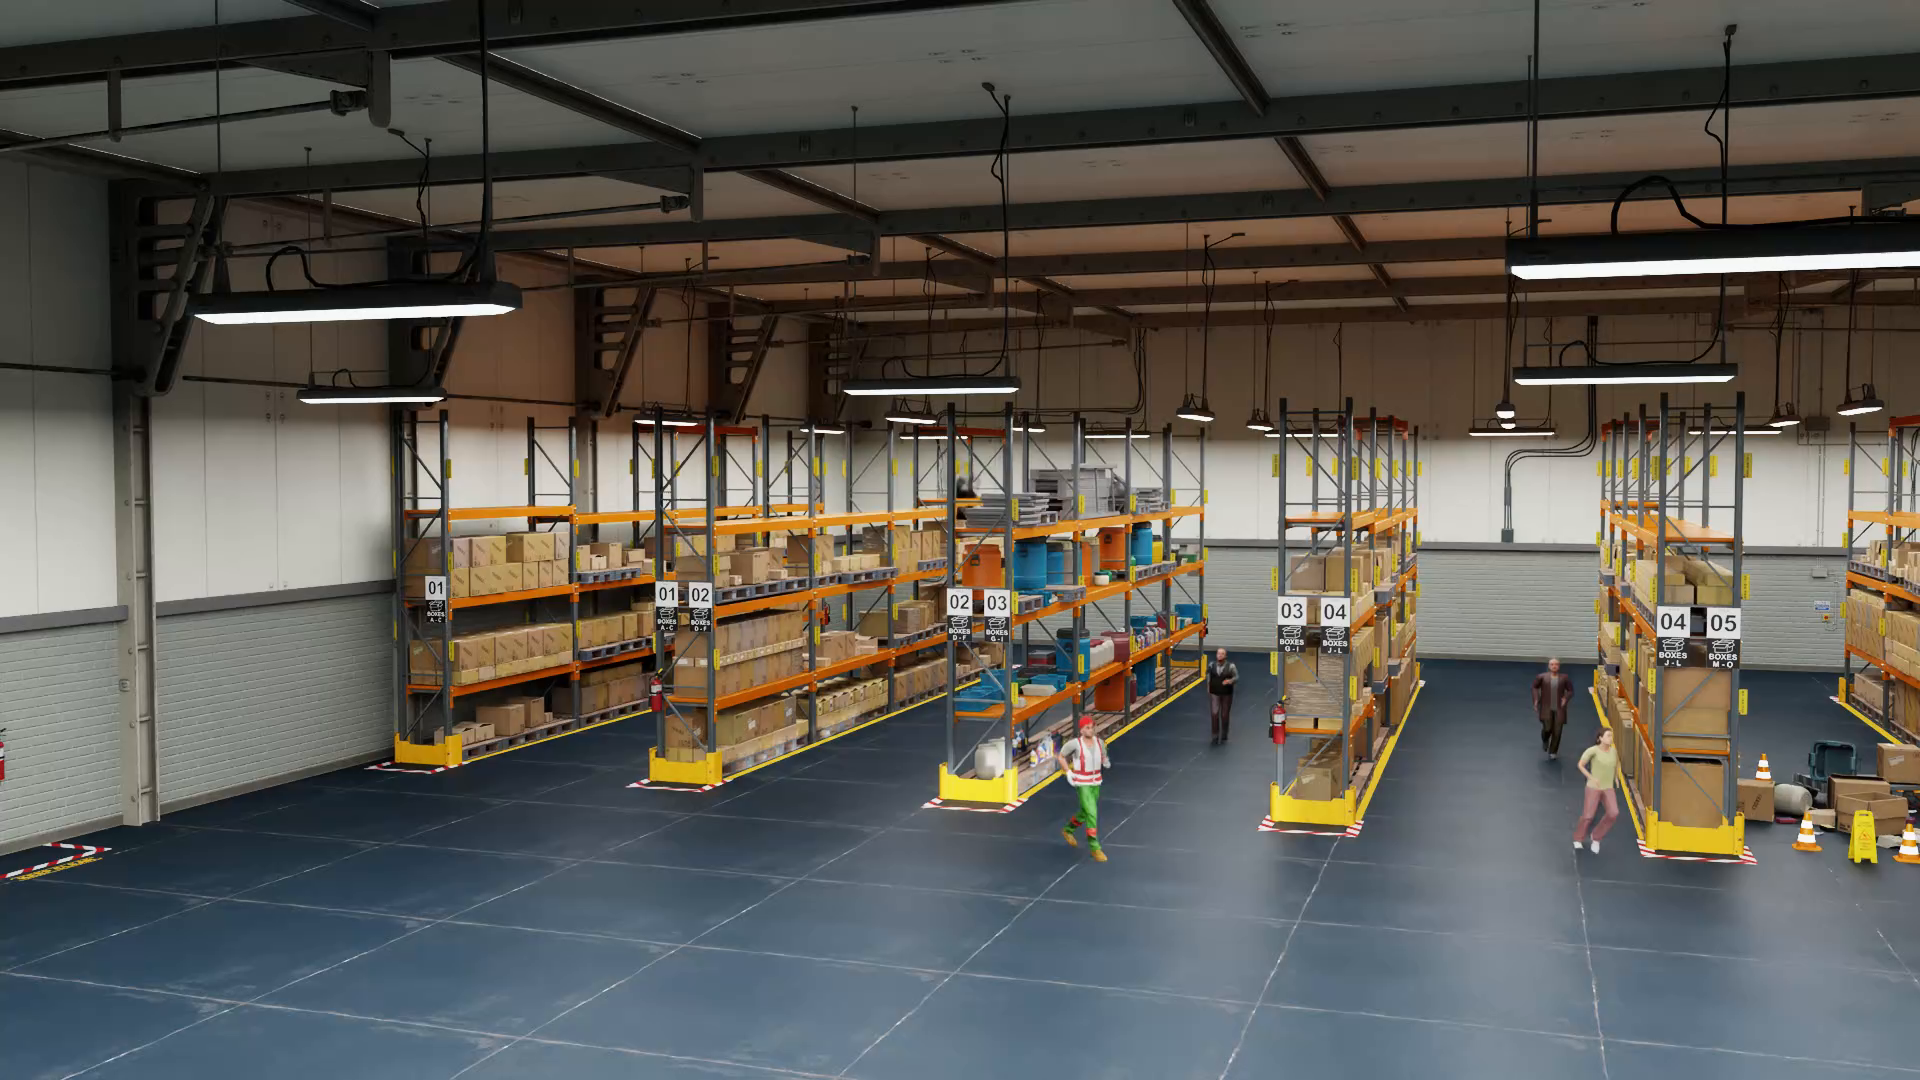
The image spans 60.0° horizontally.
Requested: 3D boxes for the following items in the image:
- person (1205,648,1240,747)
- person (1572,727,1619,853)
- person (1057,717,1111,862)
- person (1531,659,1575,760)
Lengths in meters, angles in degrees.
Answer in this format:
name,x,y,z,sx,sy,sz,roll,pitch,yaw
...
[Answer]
name,x,y,z,sx,sy,sz,roll,pitch,yaw
person,4.763,2.857,30.221,0.642,1.782,0.783,1,3,12
person,8.378,3.252,21.699,0.638,1.634,0.631,0,2,-6
person,1.645,3.176,21.530,0.633,1.804,0.928,-2,3,-35
person,10.225,2.911,28.678,0.710,1.732,0.633,1,3,15
